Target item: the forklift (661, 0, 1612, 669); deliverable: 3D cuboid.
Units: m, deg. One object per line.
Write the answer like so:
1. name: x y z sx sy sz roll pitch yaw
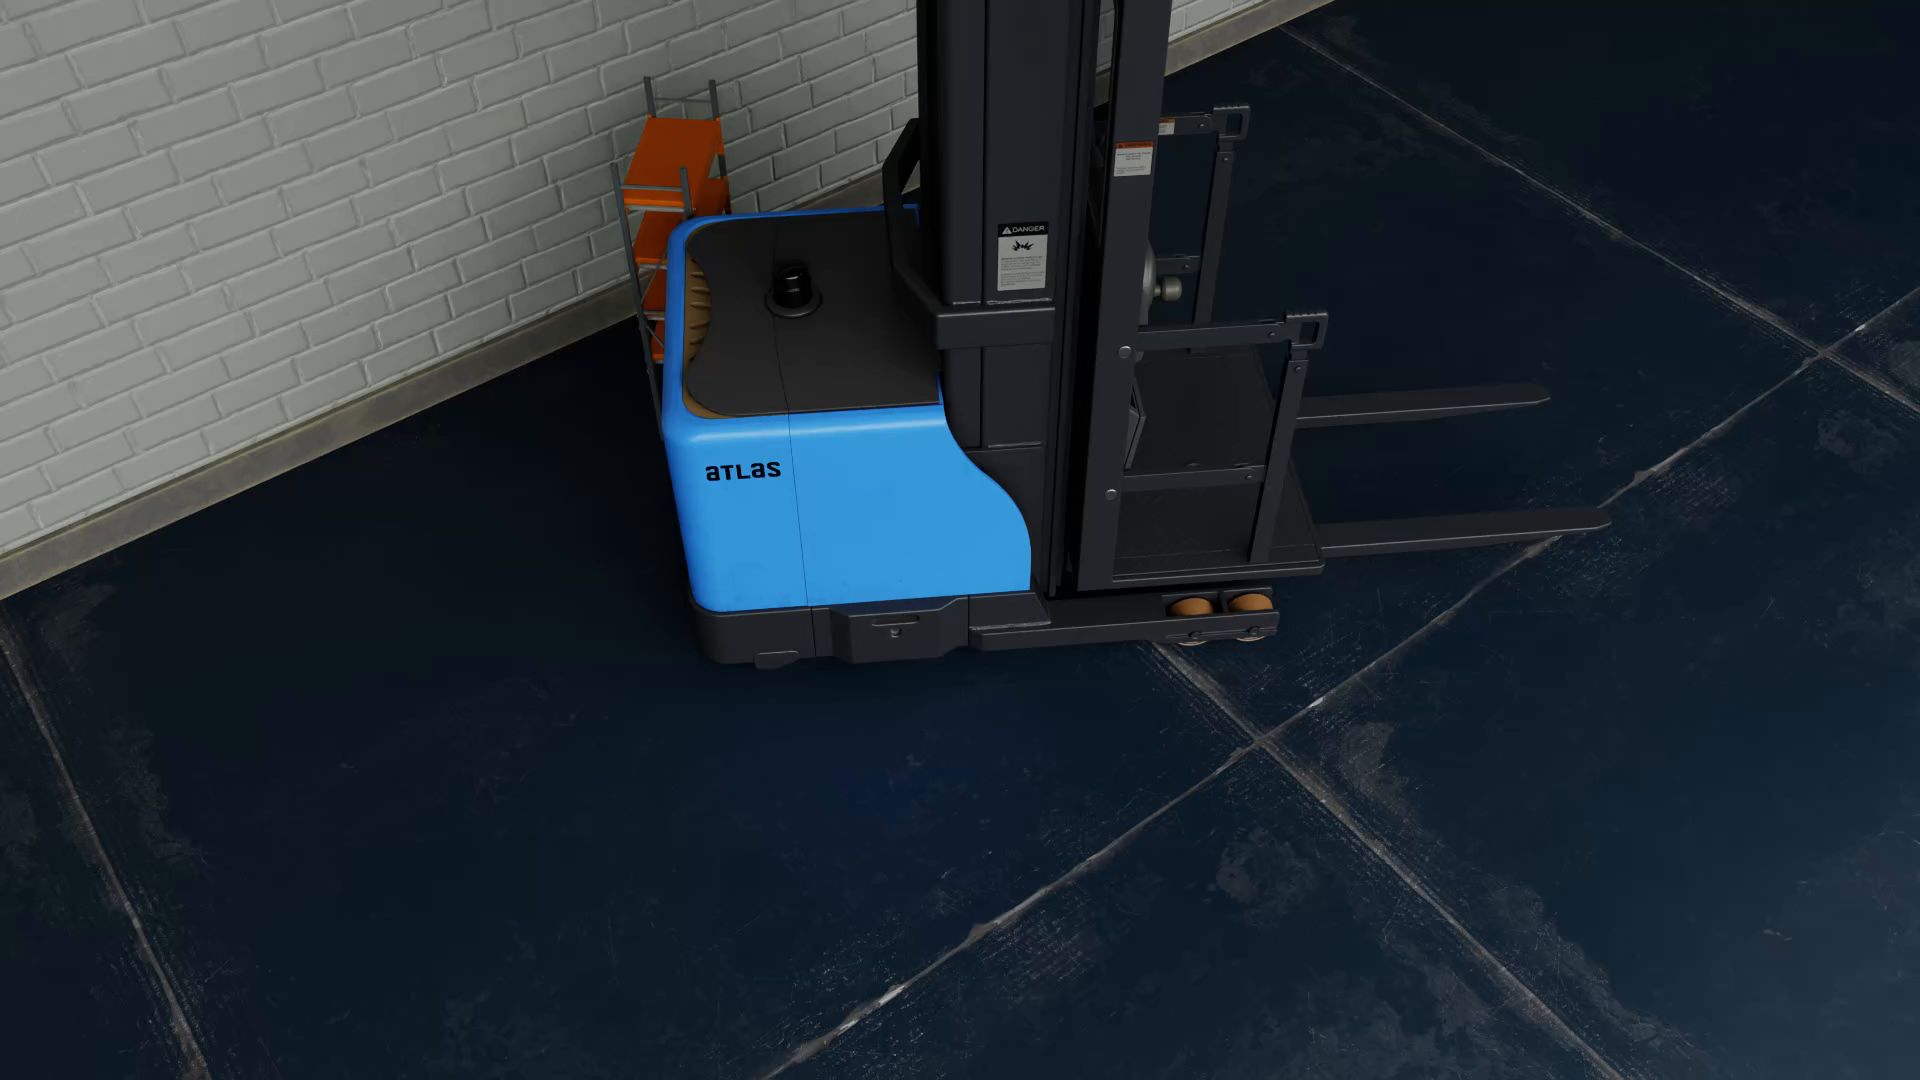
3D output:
1. forklift: 0.620 -1.028 4.704 3.031 2.935 1.130 -4 48 -4

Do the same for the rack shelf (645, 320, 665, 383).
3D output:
1. rack shelf: -0.953 -0.767 5.994 0.258 0.148 0.480 4 48 3

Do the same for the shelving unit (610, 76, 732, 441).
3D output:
1. shelving unit: -0.953 -0.945 5.797 0.258 1.200 0.503 4 48 3

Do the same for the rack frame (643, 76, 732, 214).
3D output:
1. rack frame: -0.932 -1.125 5.960 0.240 1.200 0.015 4 48 3

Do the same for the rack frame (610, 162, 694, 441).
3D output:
1. rack frame: -0.974 -0.765 5.634 0.240 1.200 0.015 4 48 3

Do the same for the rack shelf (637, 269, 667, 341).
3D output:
1. rack shelf: -0.953 -0.900 5.847 0.258 0.148 0.480 4 48 3

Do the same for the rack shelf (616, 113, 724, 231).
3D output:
1. rack shelf: -0.953 -1.209 5.506 0.258 0.148 0.480 4 48 3

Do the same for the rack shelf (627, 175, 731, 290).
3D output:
1. rack shelf: -0.953 -1.050 5.681 0.258 0.148 0.480 4 48 3
